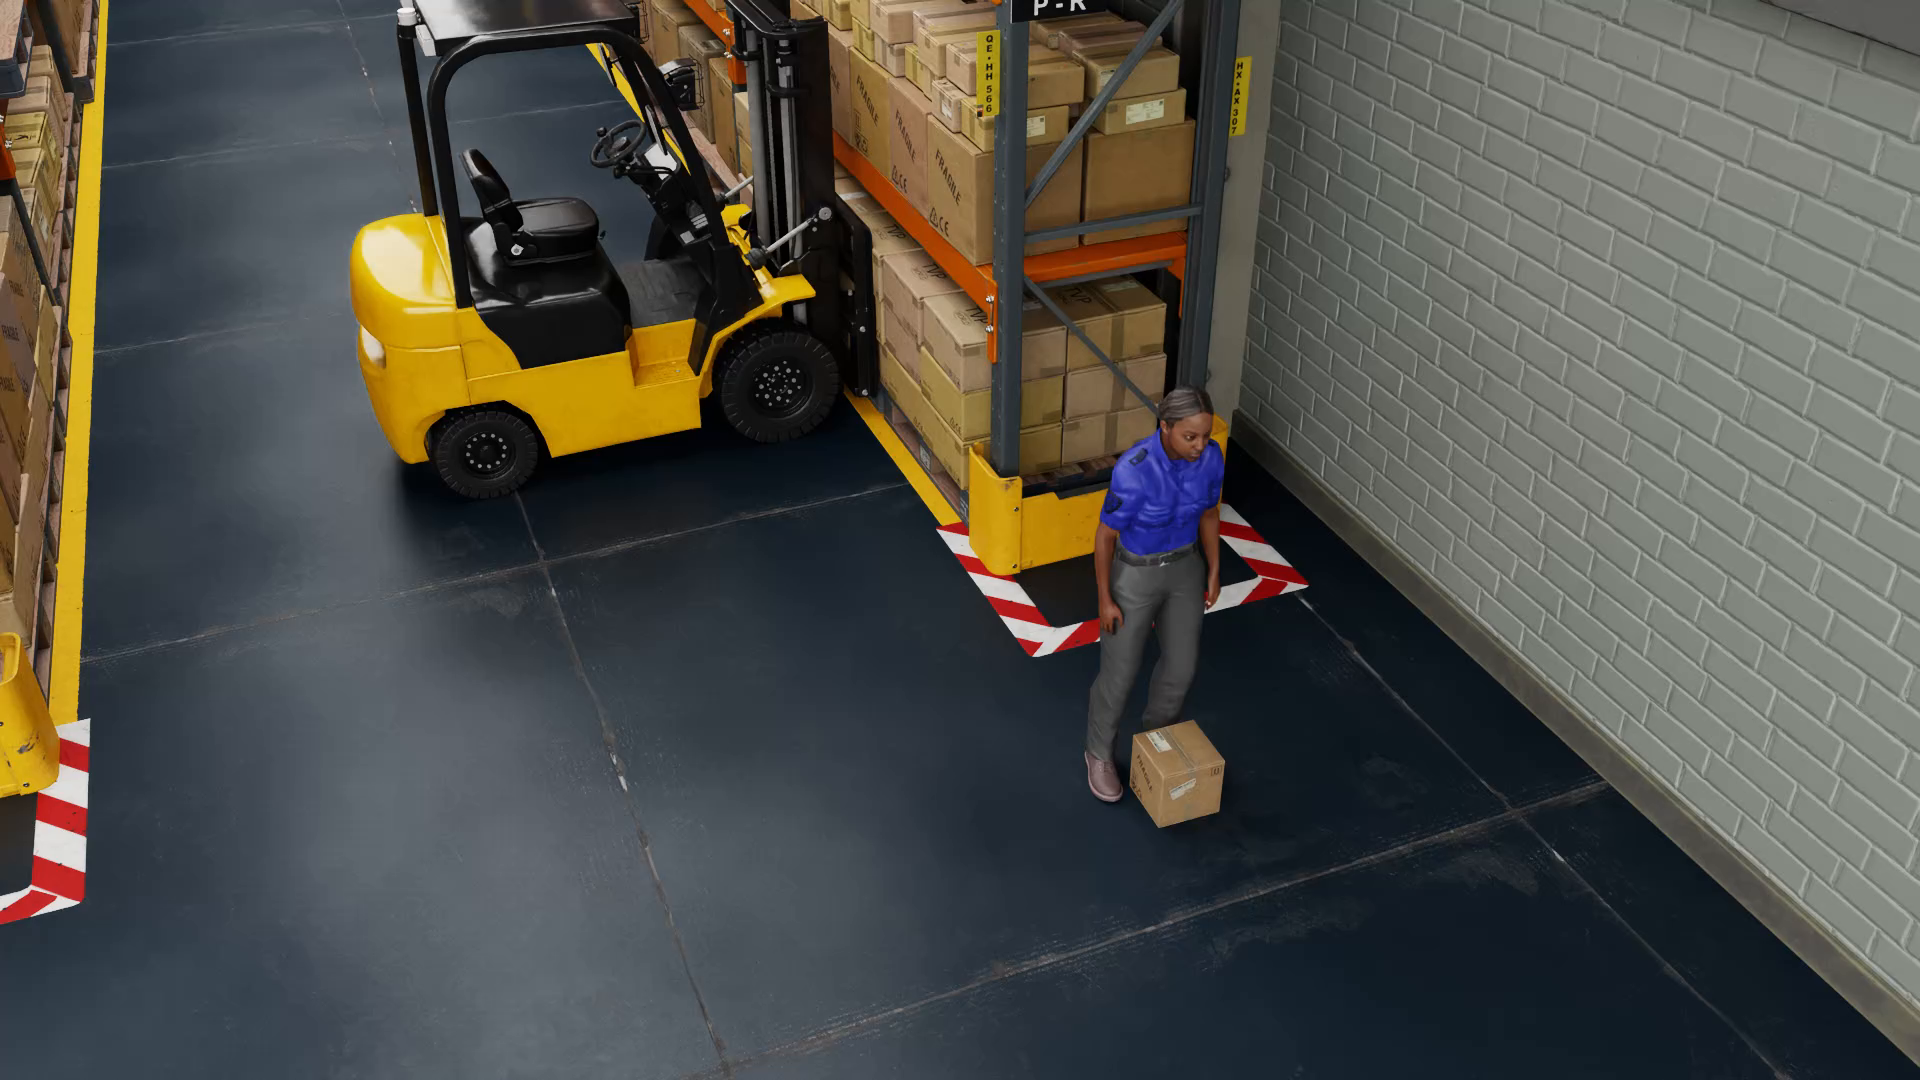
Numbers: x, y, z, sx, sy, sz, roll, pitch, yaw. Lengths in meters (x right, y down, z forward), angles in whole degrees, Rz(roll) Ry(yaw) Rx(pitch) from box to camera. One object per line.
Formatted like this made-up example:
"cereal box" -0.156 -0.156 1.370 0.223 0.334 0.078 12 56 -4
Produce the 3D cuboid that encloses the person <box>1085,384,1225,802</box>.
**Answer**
"person" 0.697 0.161 5.904 0.518 1.654 0.352 -14 36 -20
